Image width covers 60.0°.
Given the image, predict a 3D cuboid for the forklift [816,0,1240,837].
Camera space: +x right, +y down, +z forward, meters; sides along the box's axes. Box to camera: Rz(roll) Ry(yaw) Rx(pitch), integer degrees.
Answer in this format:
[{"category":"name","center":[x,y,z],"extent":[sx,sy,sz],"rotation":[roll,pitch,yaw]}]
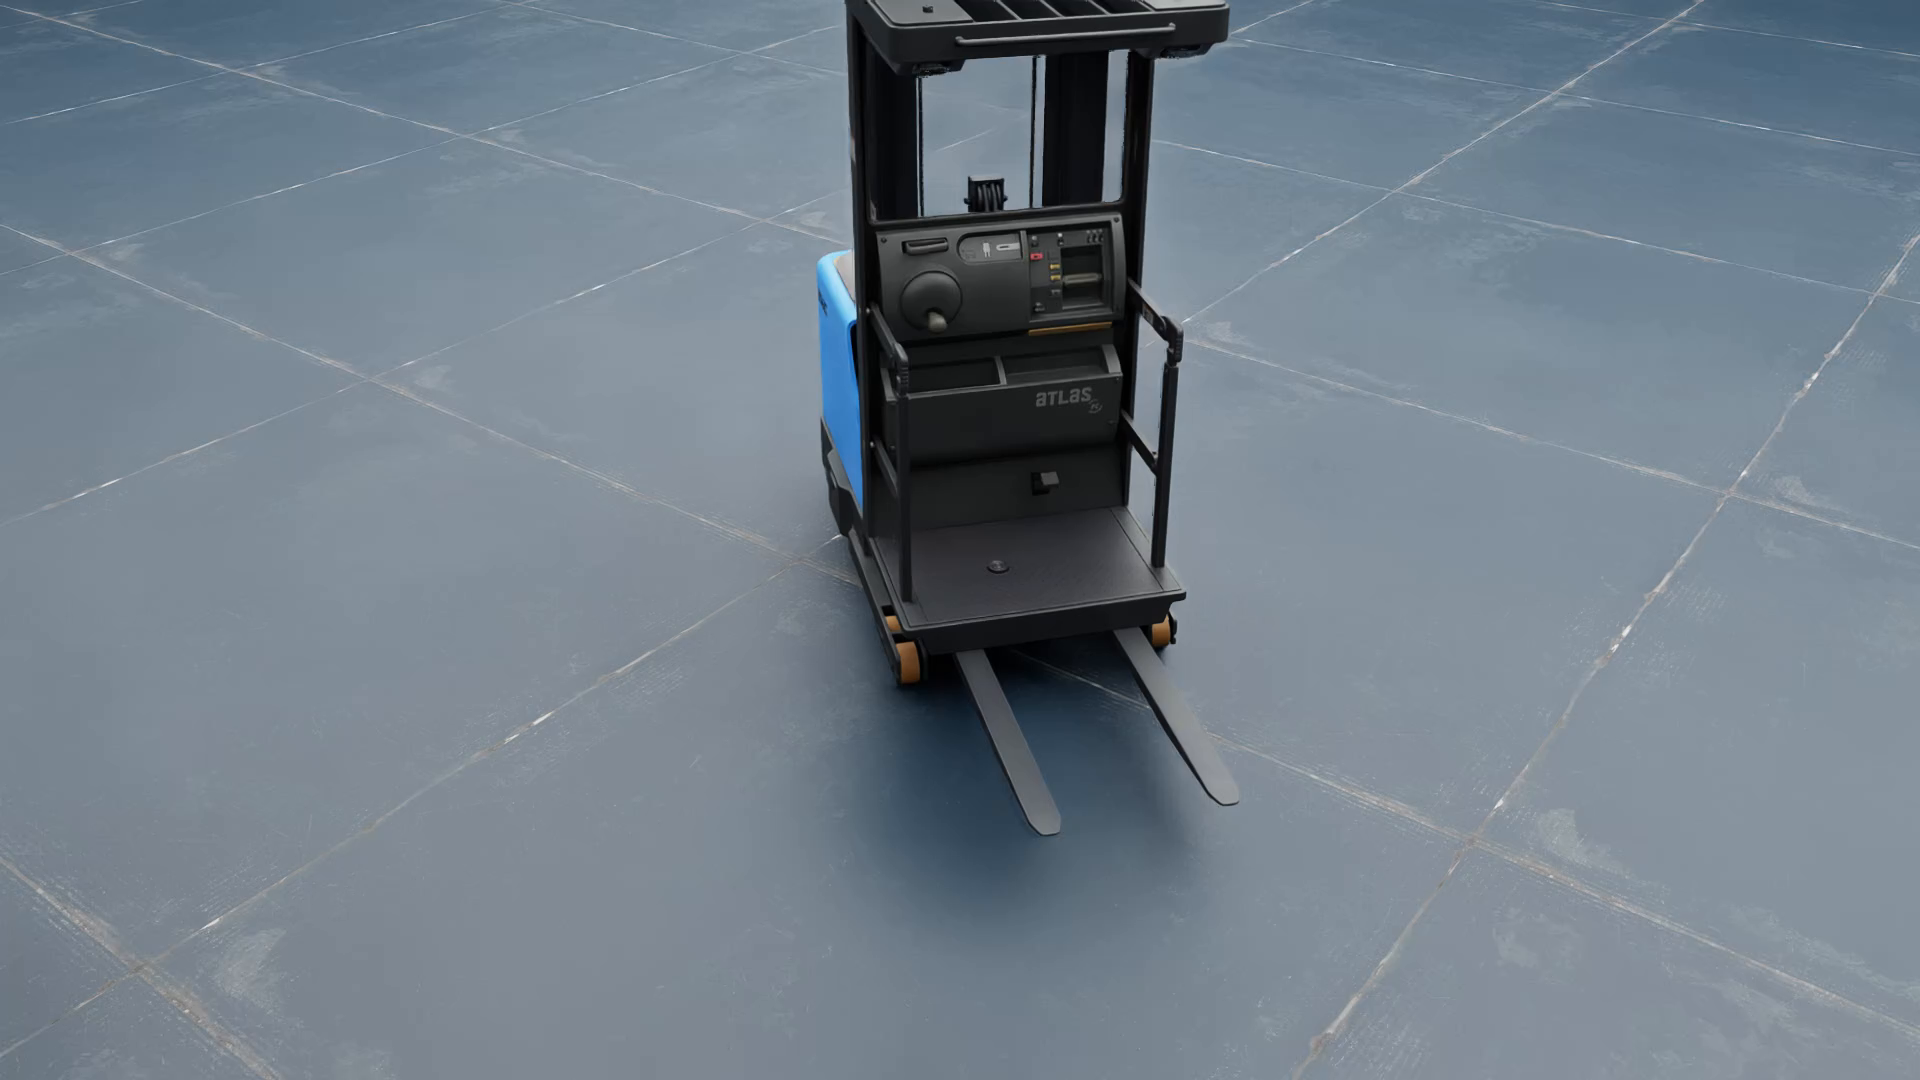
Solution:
[{"category":"forklift","center":[0.213,-0.927,5.940],"extent":[1.130,2.935,3.031],"rotation":[-7,31,-12]}]
